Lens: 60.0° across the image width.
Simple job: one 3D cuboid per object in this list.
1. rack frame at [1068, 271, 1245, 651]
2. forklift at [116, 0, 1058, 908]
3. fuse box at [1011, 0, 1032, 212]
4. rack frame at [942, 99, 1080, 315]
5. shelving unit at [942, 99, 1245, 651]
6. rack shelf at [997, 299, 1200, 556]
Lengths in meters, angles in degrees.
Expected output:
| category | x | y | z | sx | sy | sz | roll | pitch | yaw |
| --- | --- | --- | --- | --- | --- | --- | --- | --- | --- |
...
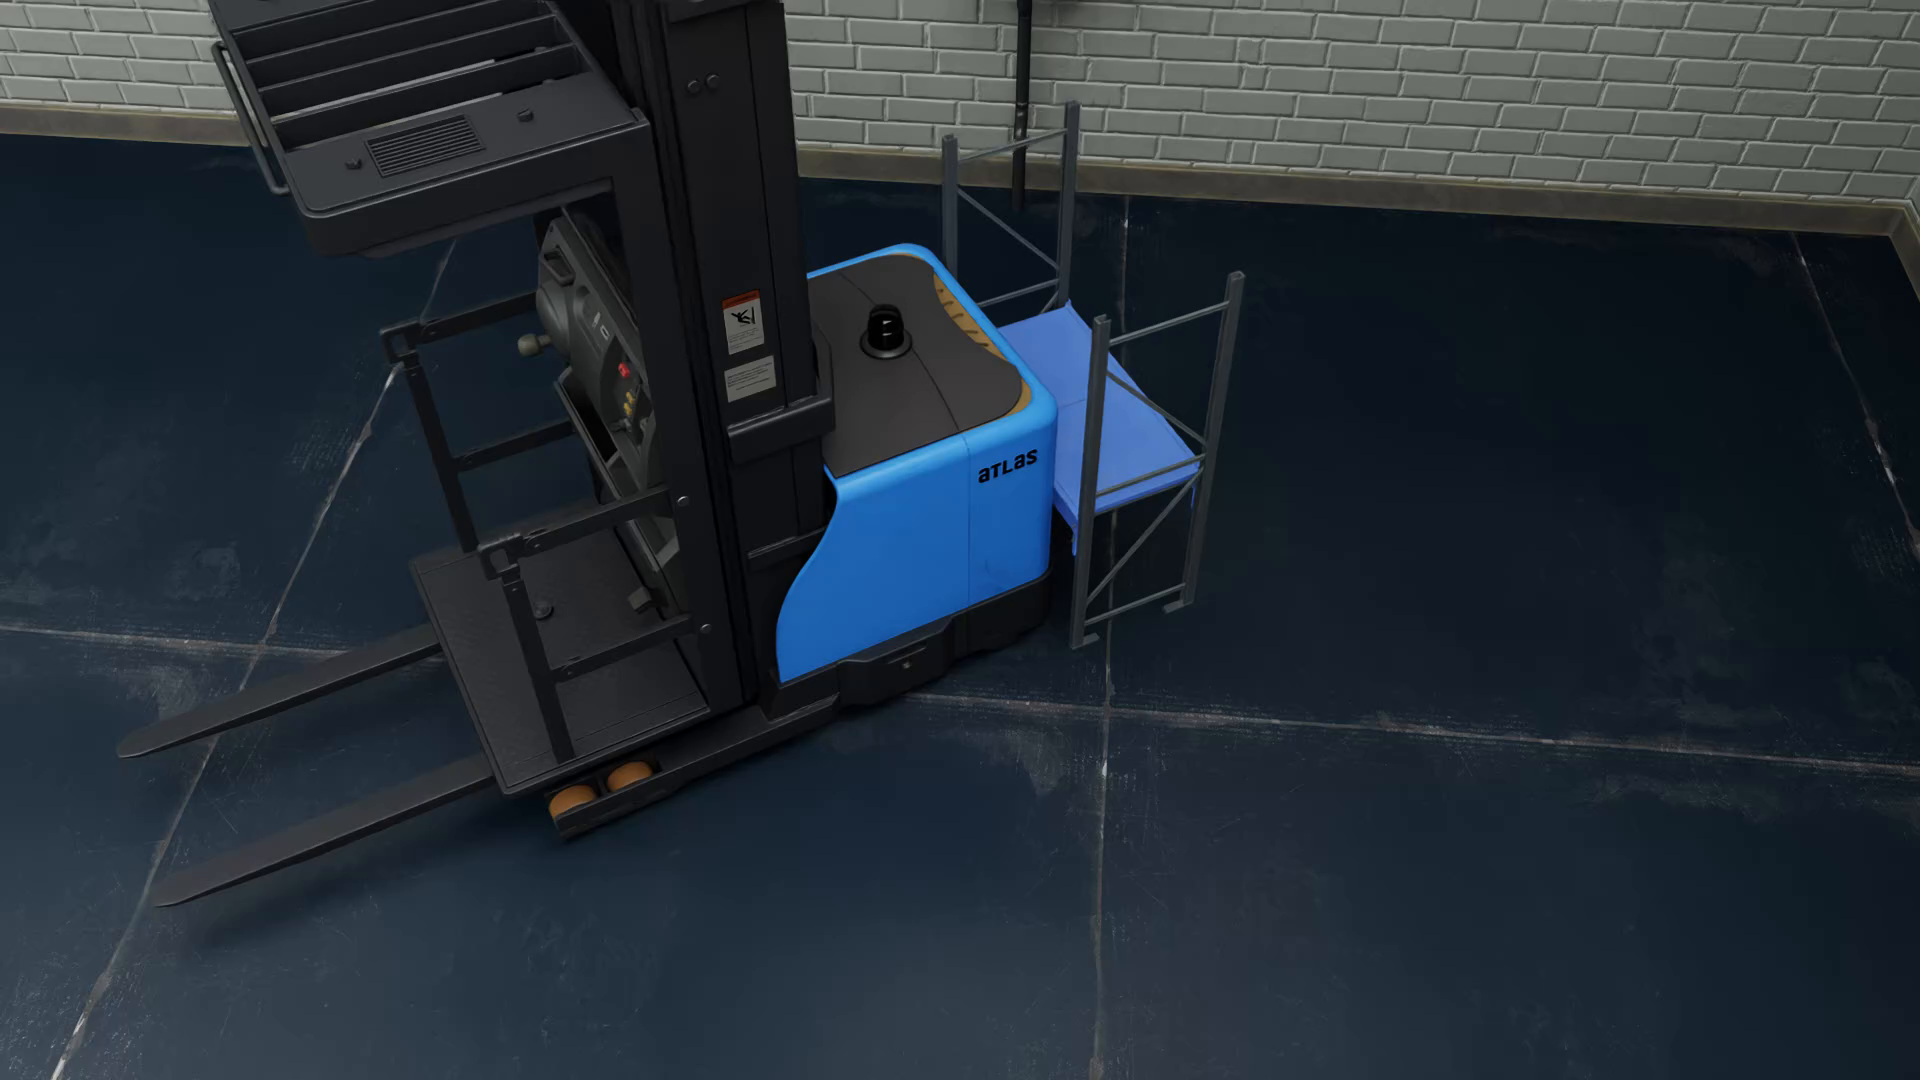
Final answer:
| category | x | y | z | sx | sy | sz | roll | pitch | yaw |
| --- | --- | --- | --- | --- | --- | --- | --- | --- | --- |
| rack frame | 0.616 | -0.205 | 5.421 | 0.500 | 1.500 | 0.032 | -20 | 51 | -17 |
| forklift | -1.221 | -0.488 | 4.710 | 3.031 | 2.935 | 1.130 | -21 | 51 | -19 |
| fuse box | 0.289 | -2.080 | 6.993 | 0.539 | 1.711 | 0.414 | 4 | 48 | 4 |
| rack frame | 0.171 | -0.880 | 6.038 | 0.500 | 1.500 | 0.032 | -20 | 51 | -17 |
| shelving unit | 0.393 | -0.543 | 5.730 | 0.538 | 1.500 | 1.048 | -20 | 51 | -17 |
| rack shelf | 0.393 | -0.421 | 5.863 | 0.538 | 0.185 | 1.000 | -20 | 51 | -17 |
